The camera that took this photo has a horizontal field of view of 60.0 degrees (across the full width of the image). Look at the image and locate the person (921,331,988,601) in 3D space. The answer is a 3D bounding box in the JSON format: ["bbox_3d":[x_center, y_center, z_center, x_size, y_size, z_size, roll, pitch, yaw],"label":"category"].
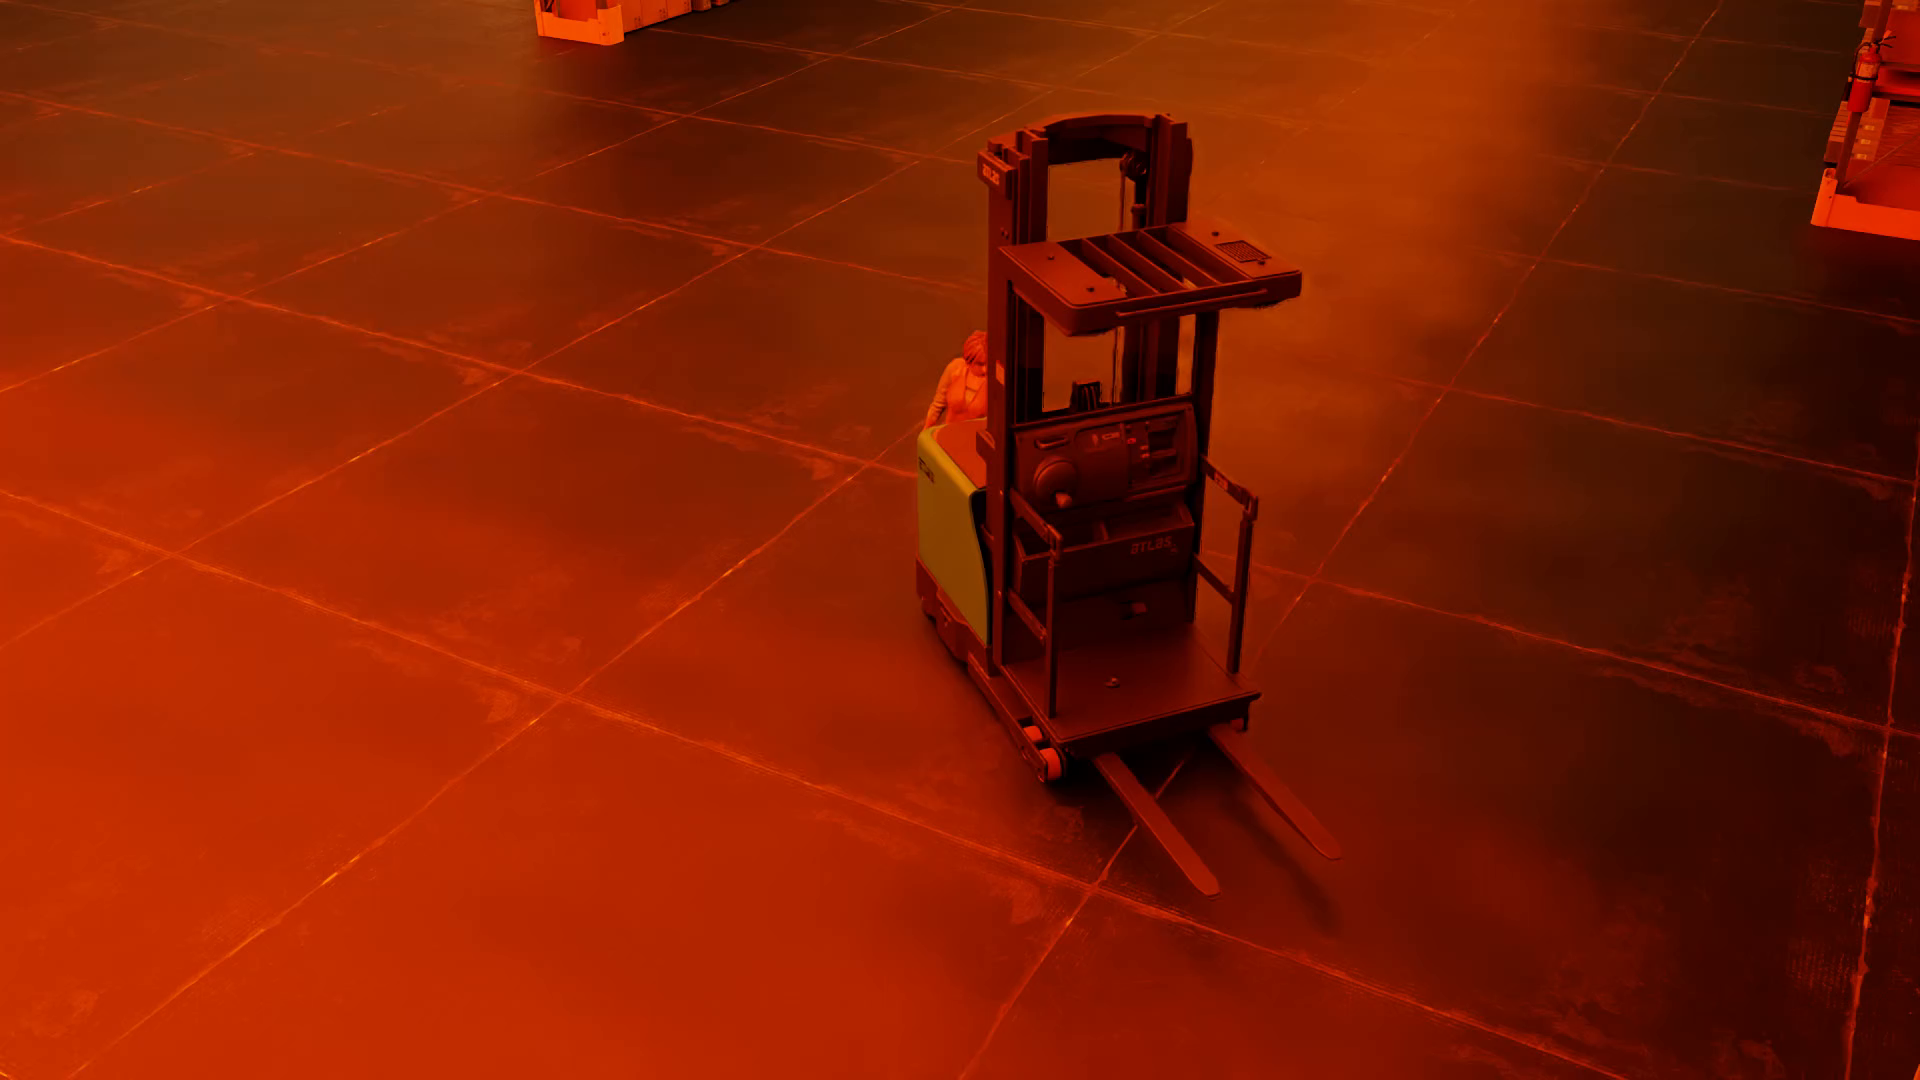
[{"bbox_3d":[0.022,-0.422,9.219,0.642,1.526,0.828,9,31,15],"label":"person"}]

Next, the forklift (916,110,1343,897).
[{"bbox_3d":[0.779,-0.345,7.669,1.130,2.935,3.031,-11,32,-19],"label":"forklift"}]
